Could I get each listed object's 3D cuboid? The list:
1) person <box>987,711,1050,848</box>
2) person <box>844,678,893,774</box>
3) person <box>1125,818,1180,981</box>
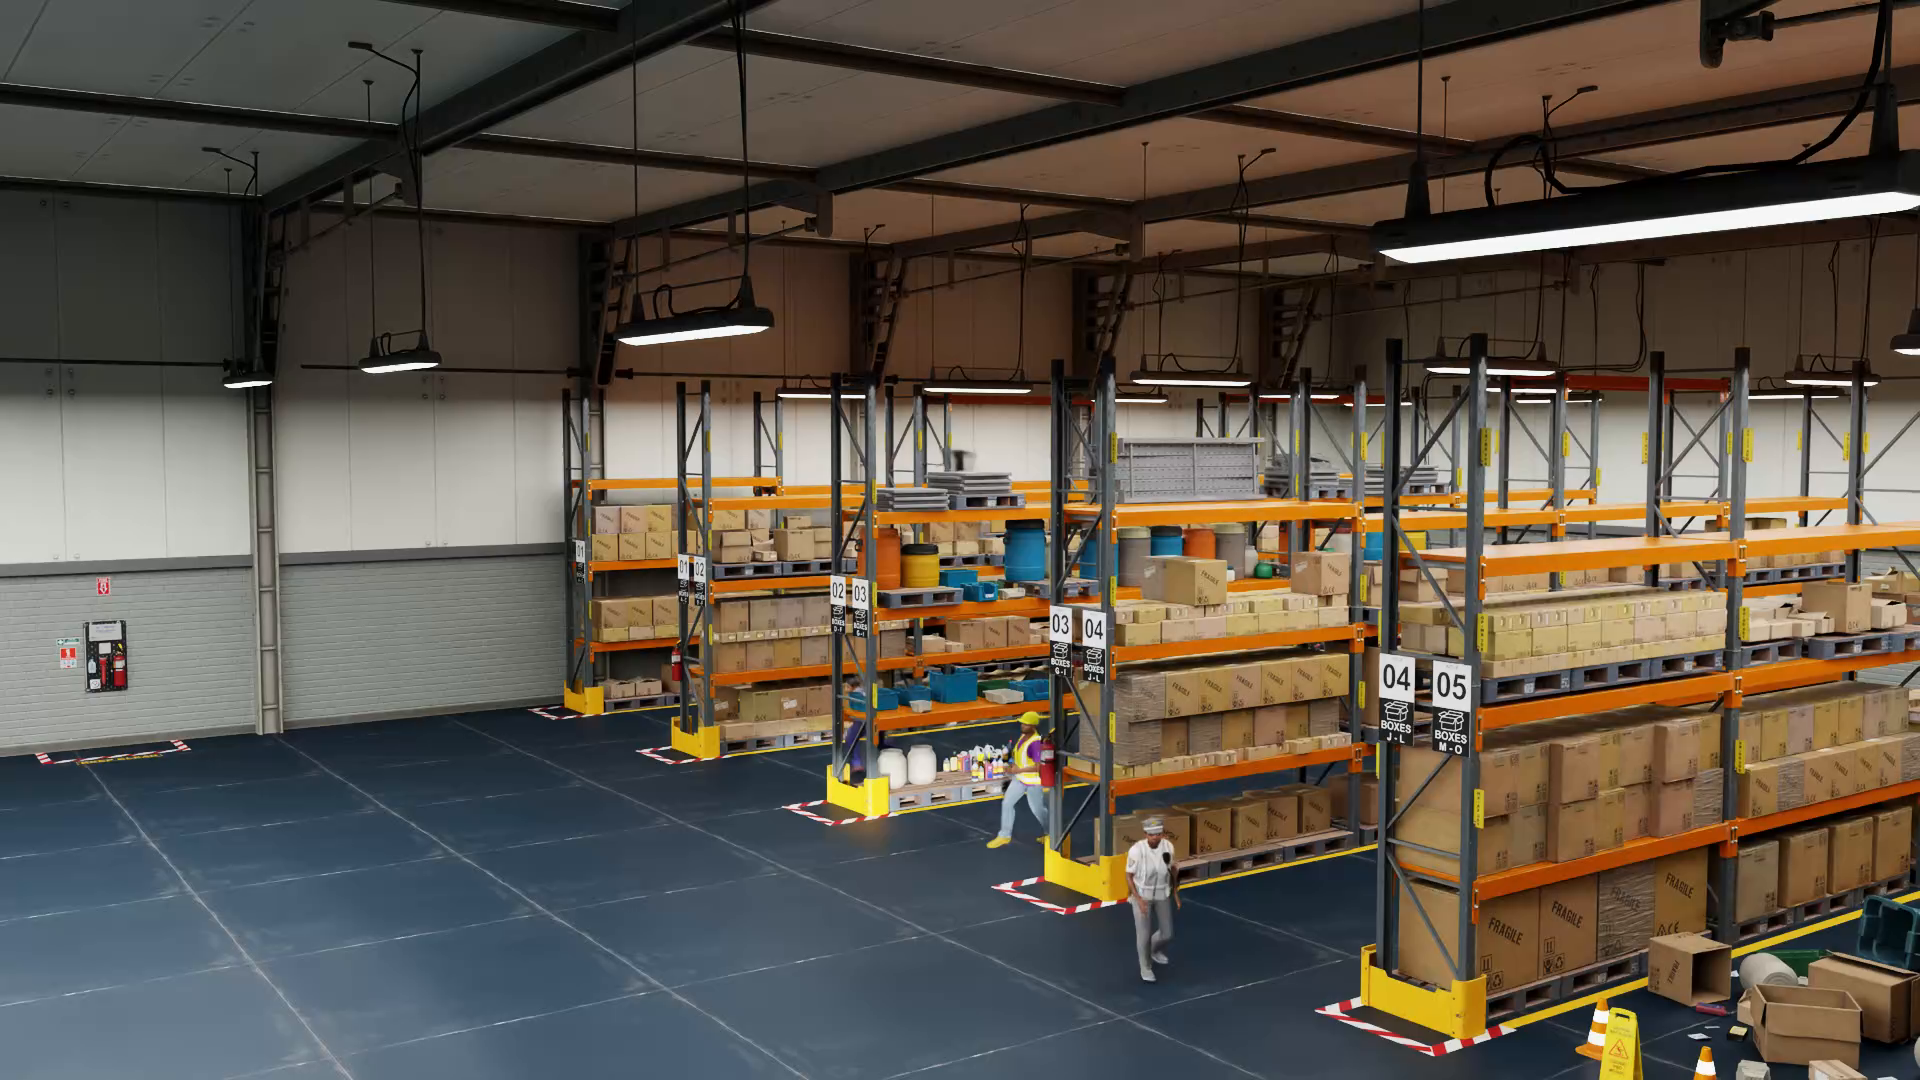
[{"bbox_3d":[0.870,2.951,20.481,0.871,1.732,0.735,-2,4,-30],"label":"person"},{"bbox_3d":[-1.332,2.798,25.218,1.027,1.467,0.623,-2,4,-31],"label":"person"},{"bbox_3d":[1.798,3.355,15.700,0.550,1.604,0.745,-1,4,-9],"label":"person"}]
